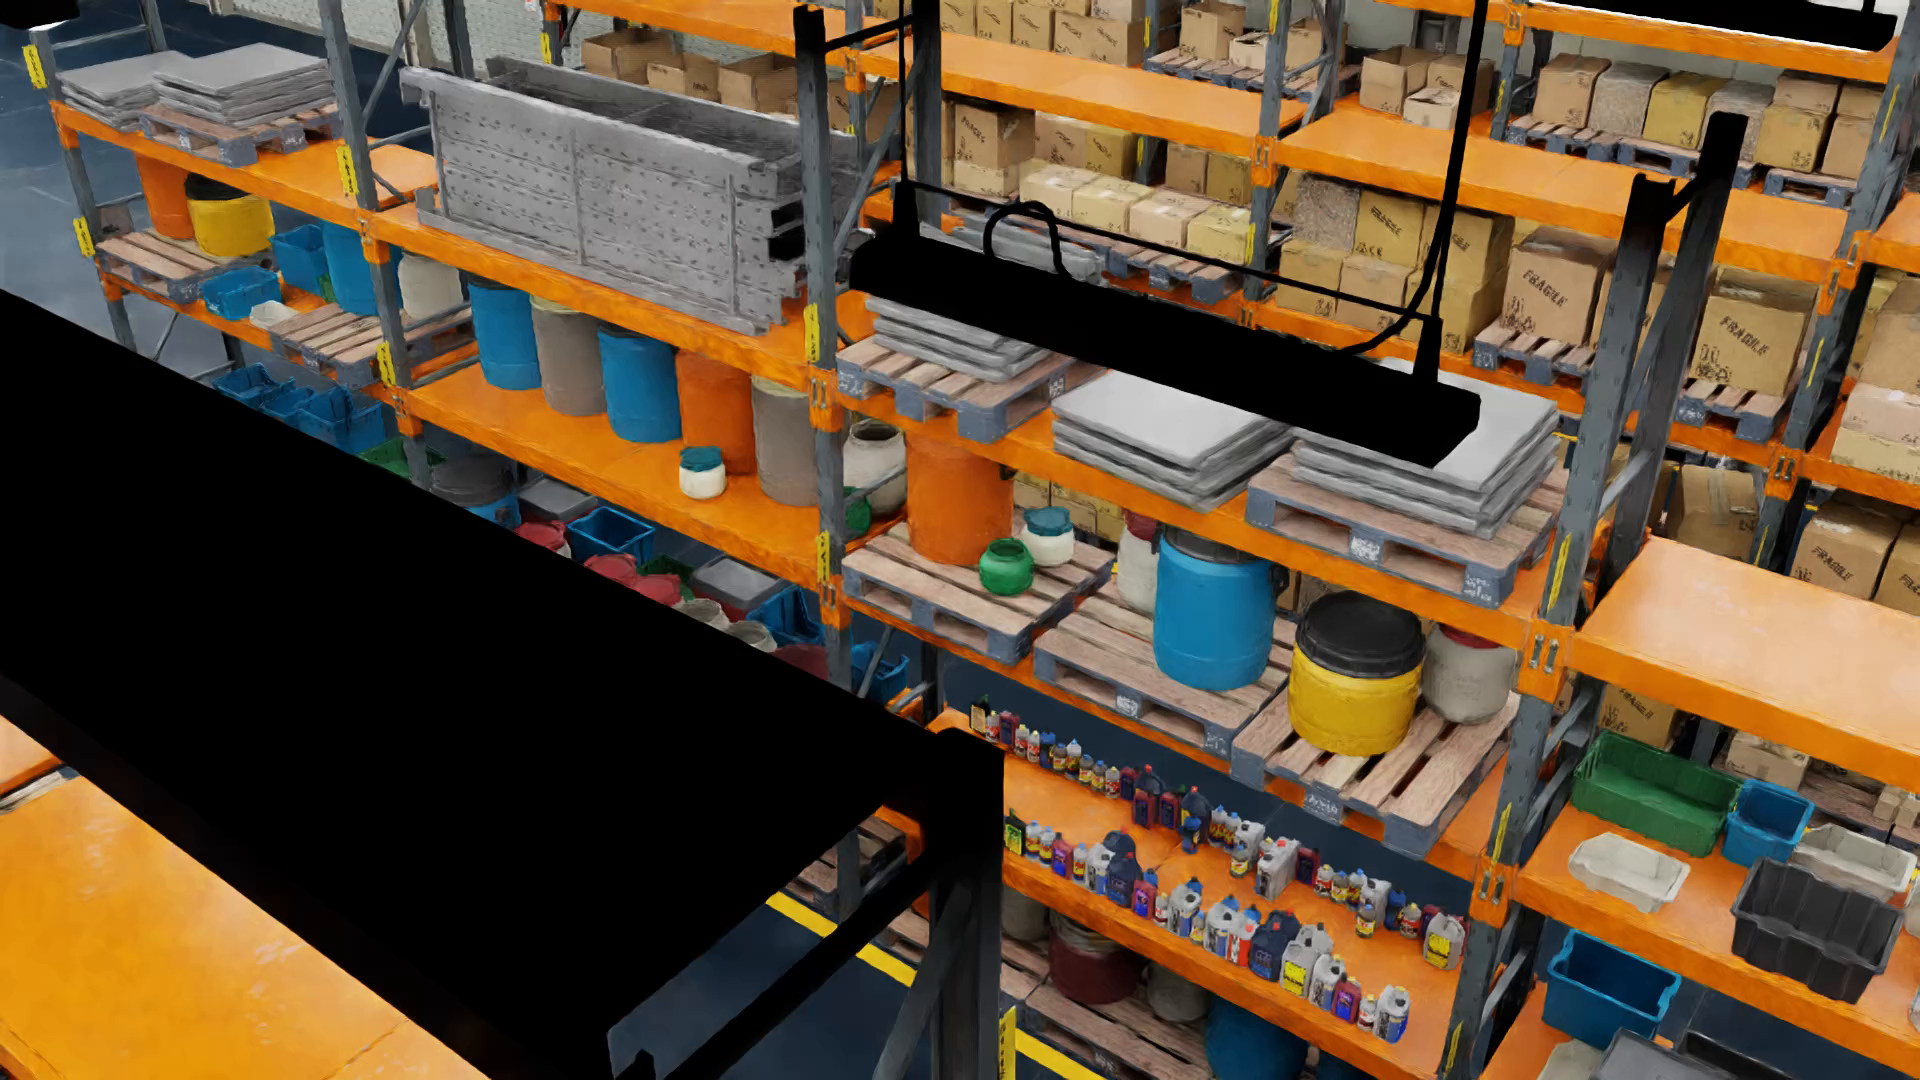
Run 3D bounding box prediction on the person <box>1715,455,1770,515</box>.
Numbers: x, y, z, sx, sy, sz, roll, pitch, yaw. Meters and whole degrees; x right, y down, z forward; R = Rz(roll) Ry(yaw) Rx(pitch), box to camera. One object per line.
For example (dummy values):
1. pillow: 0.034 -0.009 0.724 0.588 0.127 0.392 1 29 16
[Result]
1. person: 7.040 -0.760 14.947 0.980 1.625 0.500 21 37 30
